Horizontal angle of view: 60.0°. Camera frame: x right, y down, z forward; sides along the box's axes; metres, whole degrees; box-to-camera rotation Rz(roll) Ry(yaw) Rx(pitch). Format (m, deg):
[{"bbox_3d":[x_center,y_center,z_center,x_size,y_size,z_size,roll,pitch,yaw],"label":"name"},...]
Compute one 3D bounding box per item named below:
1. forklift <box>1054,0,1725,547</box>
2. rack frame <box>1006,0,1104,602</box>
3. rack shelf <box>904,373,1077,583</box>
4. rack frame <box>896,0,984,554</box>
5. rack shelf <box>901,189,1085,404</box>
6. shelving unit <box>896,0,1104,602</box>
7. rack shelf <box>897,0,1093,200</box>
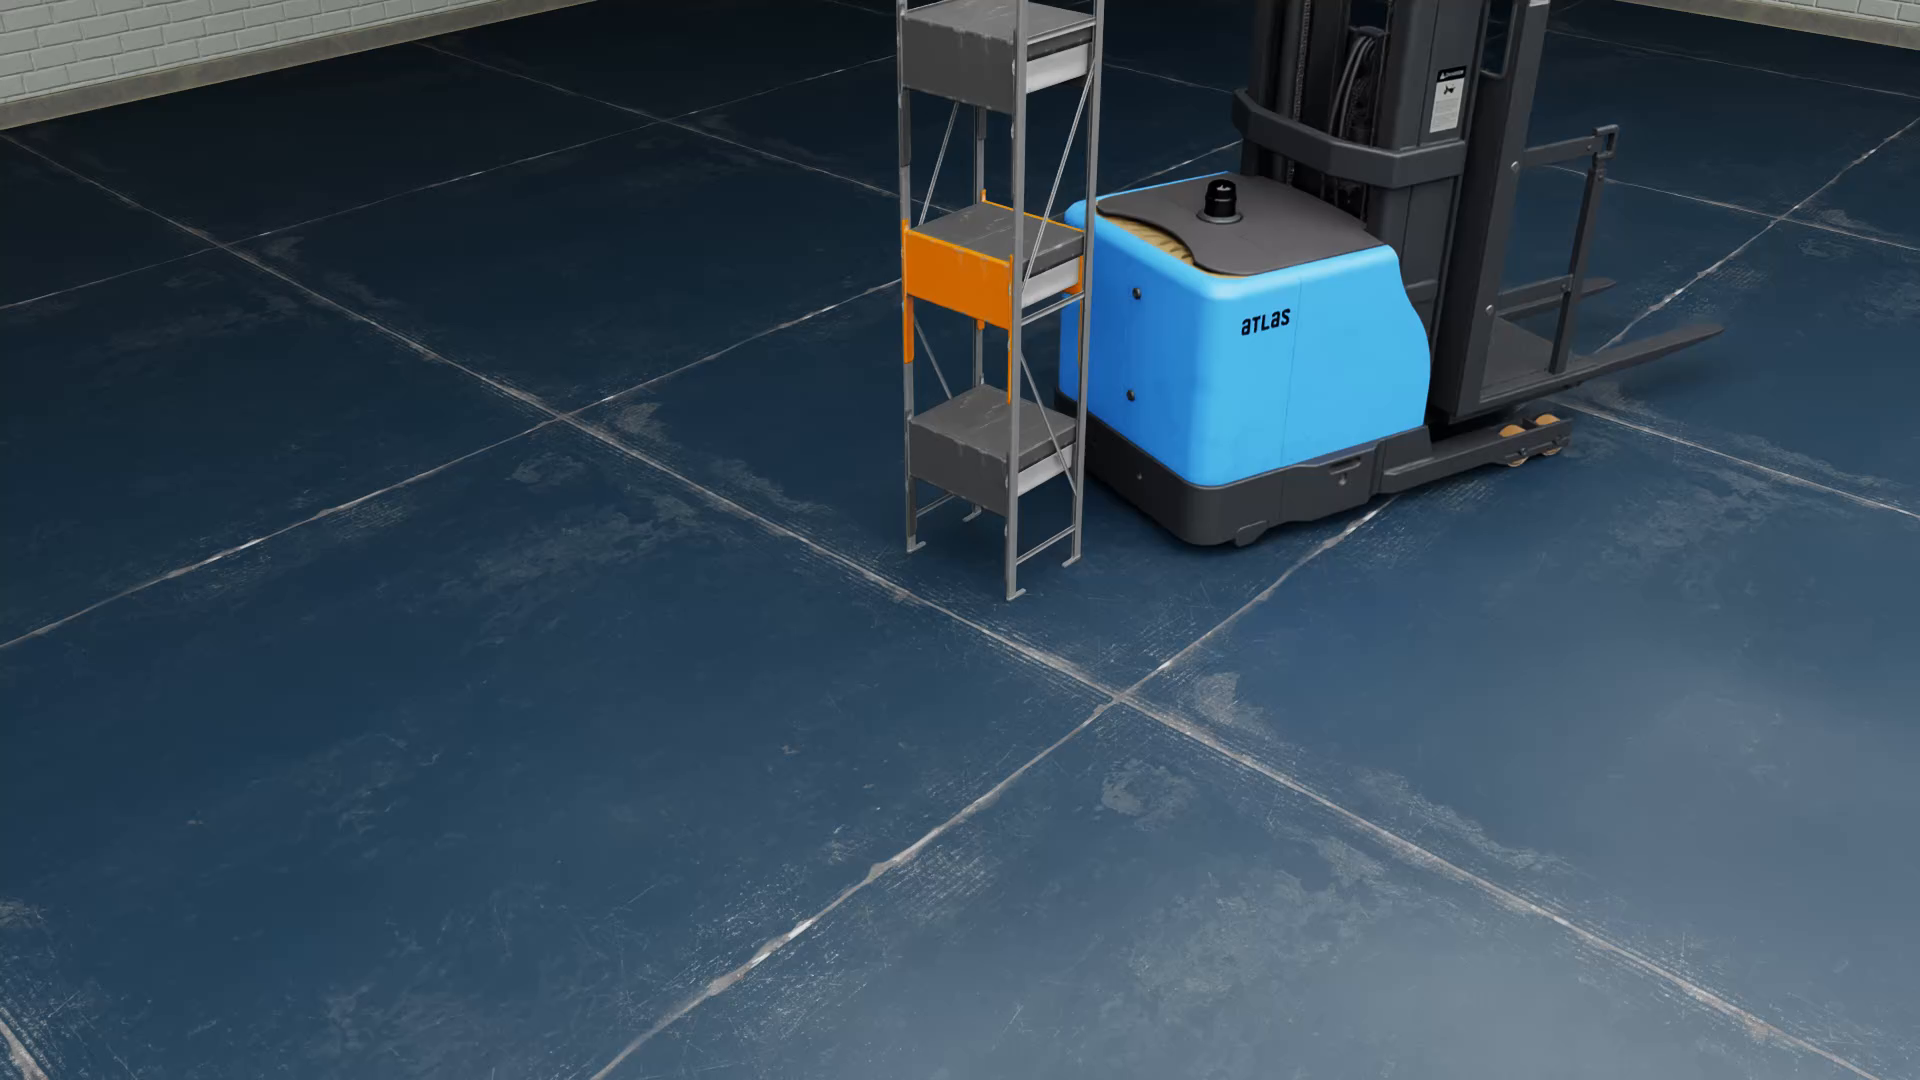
[{"bbox_3d":[1.918,-1.773,6.353,3.031,2.935,1.130,-16,35,-25],"label":"forklift"},{"bbox_3d":[0.304,-0.758,5.473,0.015,2.100,0.400,25,39,35],"label":"rack frame"},{"bbox_3d":[0.123,-0.231,5.981,0.480,0.518,0.431,25,39,35],"label":"rack shelf"},{"bbox_3d":[-0.058,-0.927,5.754,0.015,2.100,0.400,25,39,35],"label":"rack frame"},{"bbox_3d":[0.123,-0.831,5.620,0.480,0.518,0.431,25,39,35],"label":"rack shelf"},{"bbox_3d":[0.123,-0.842,5.613,0.503,2.100,0.431,25,39,35],"label":"shelving unit"},{"bbox_3d":[0.123,-1.430,5.259,0.480,0.518,0.431,25,39,35],"label":"rack shelf"}]
